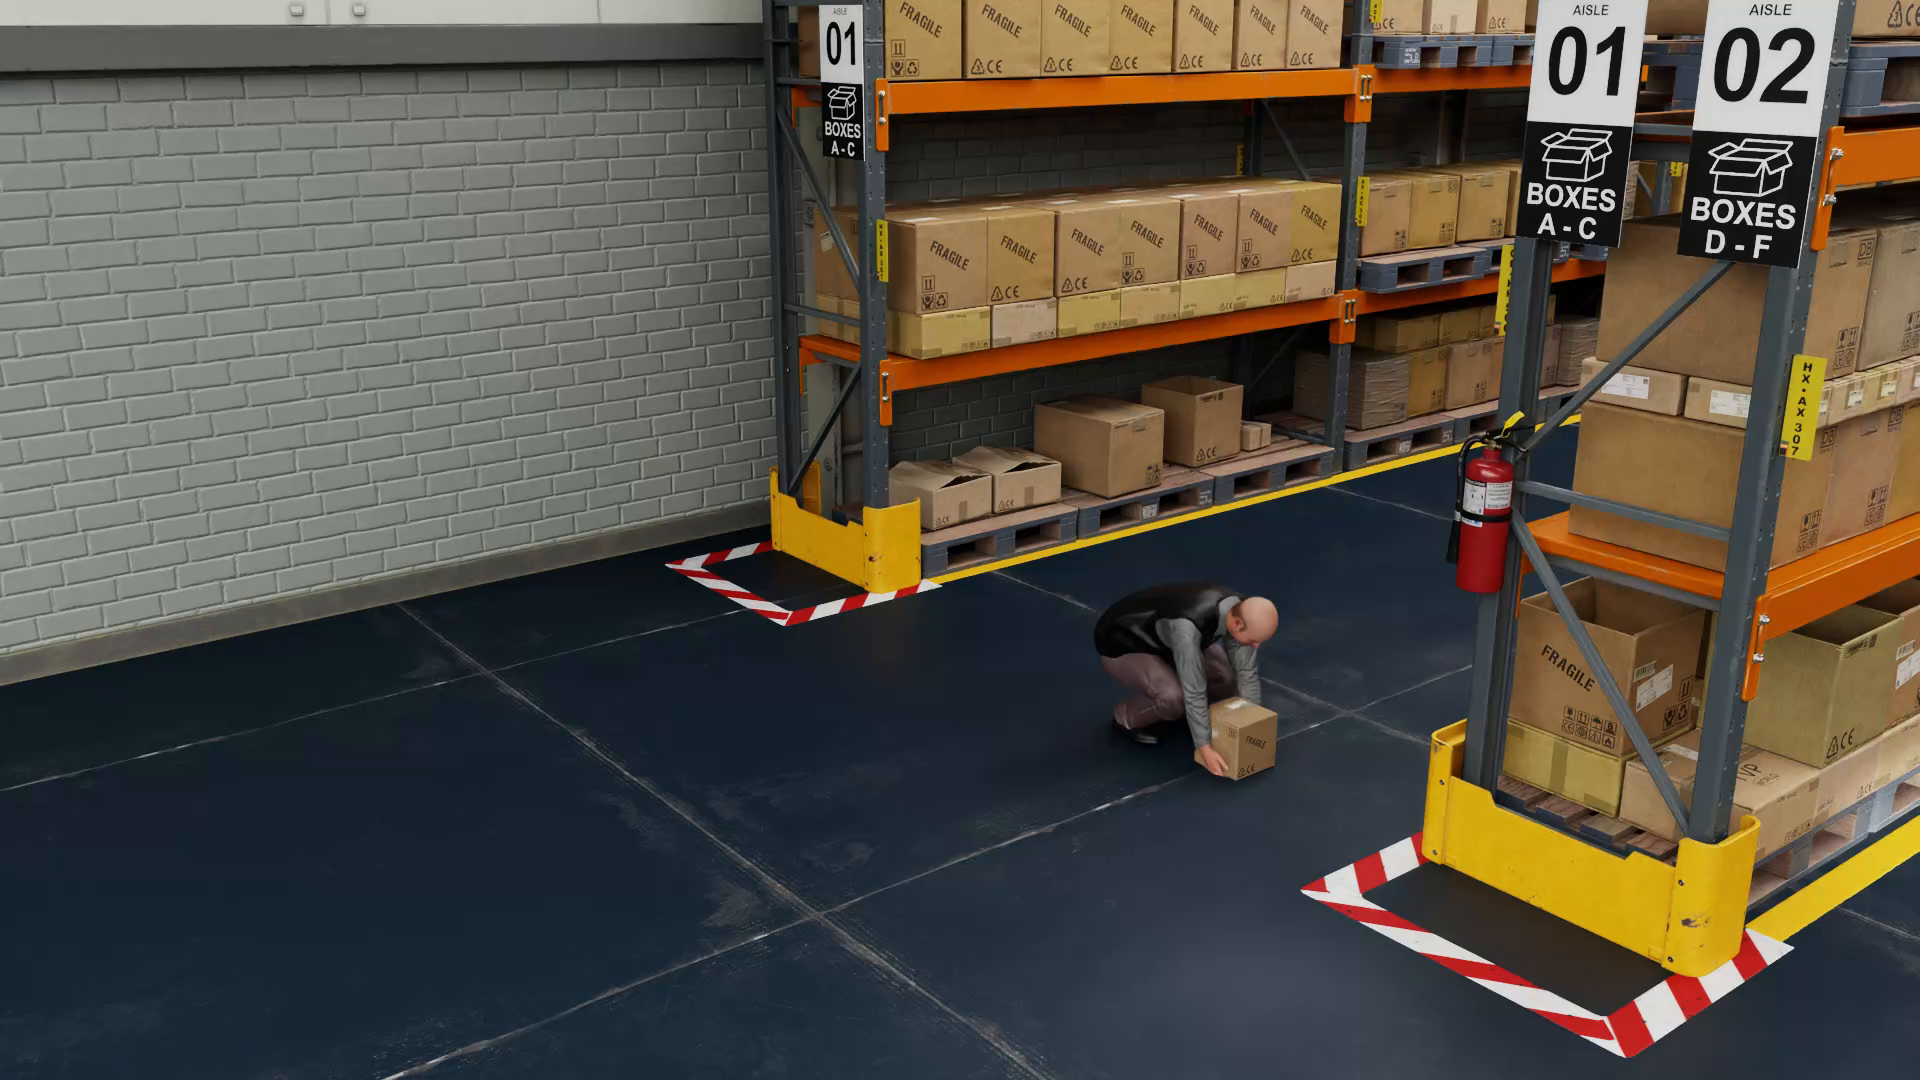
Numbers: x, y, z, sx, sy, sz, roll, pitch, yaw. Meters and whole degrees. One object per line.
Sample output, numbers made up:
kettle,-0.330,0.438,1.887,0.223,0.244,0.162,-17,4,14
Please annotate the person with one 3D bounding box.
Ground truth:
person,1.018,0.569,7.468,0.528,0.825,0.898,-14,22,-36
